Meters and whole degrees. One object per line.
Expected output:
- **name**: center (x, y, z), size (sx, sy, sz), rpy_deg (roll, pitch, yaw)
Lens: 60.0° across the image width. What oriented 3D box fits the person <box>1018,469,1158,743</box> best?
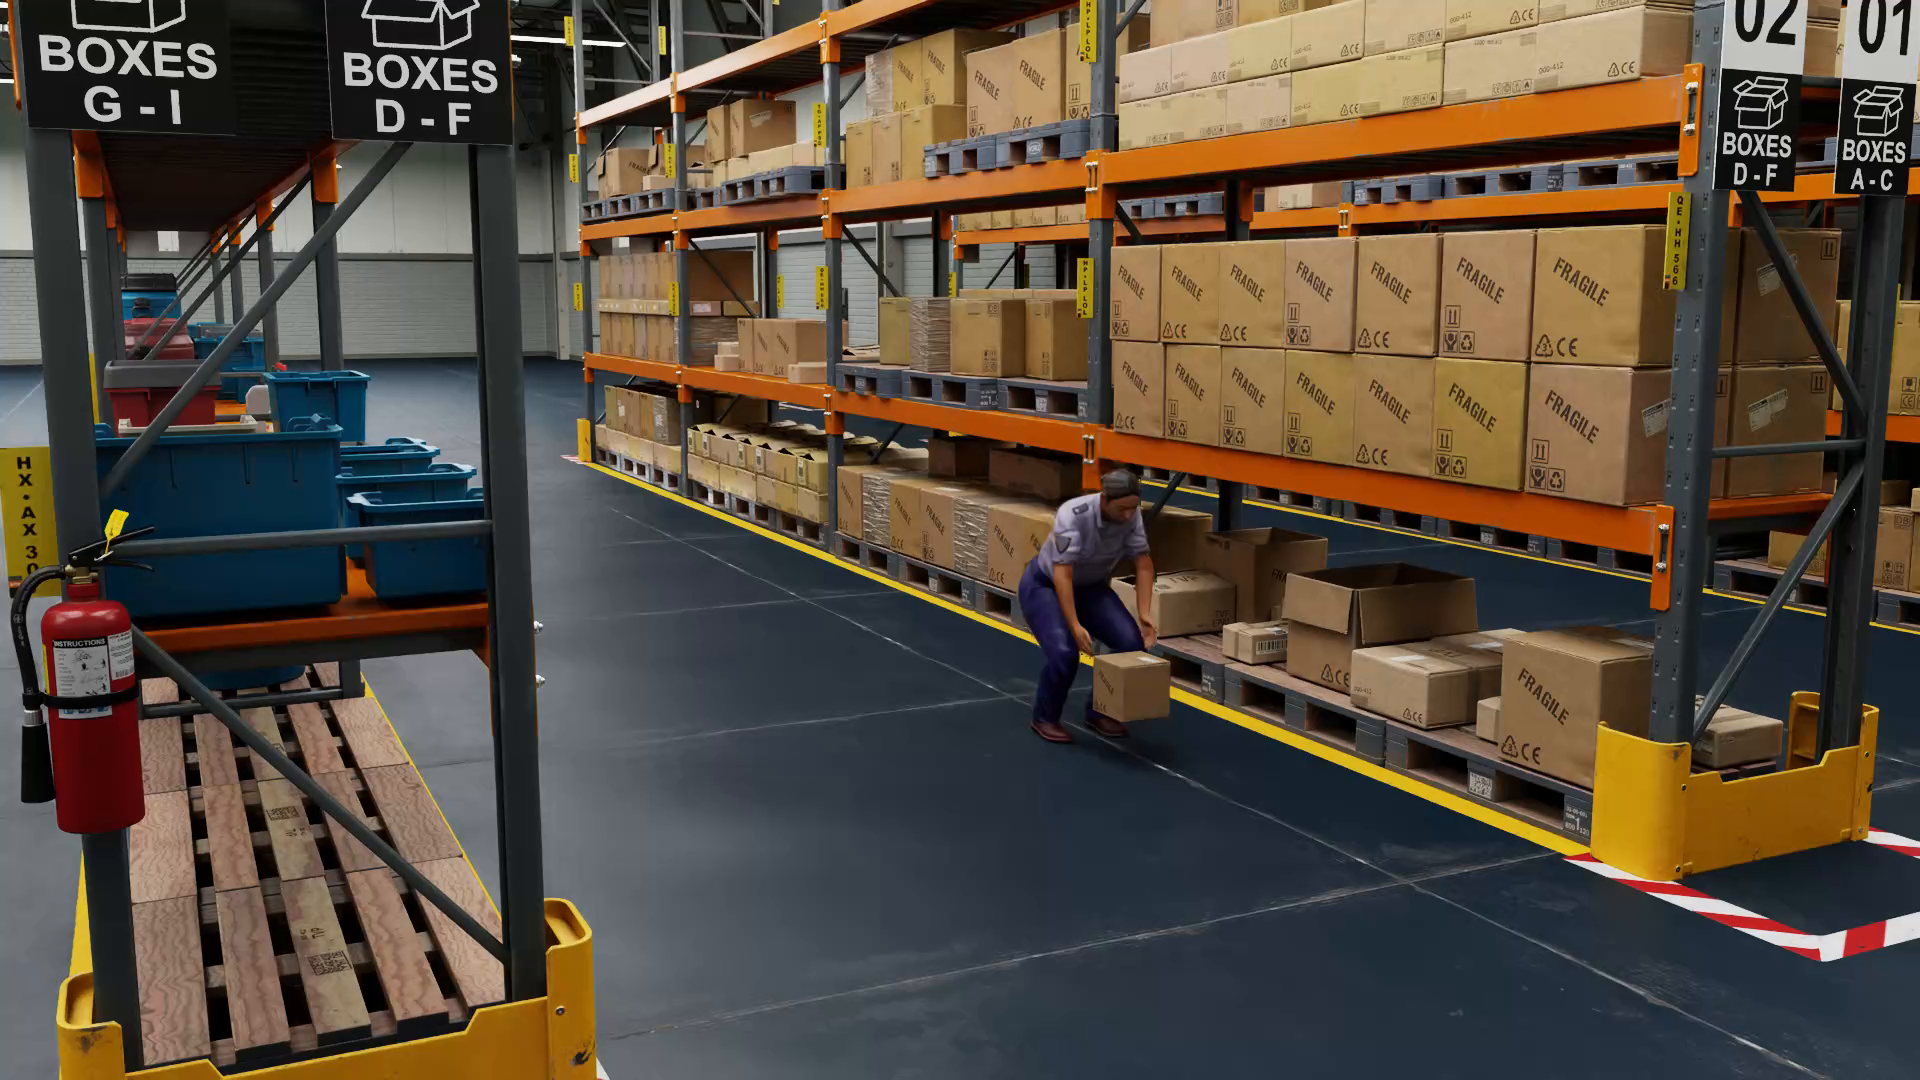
- **person**: center (0.604, 0.286, 7.750), size (0.537, 1.285, 0.702), rpy_deg (-4, 10, -26)
